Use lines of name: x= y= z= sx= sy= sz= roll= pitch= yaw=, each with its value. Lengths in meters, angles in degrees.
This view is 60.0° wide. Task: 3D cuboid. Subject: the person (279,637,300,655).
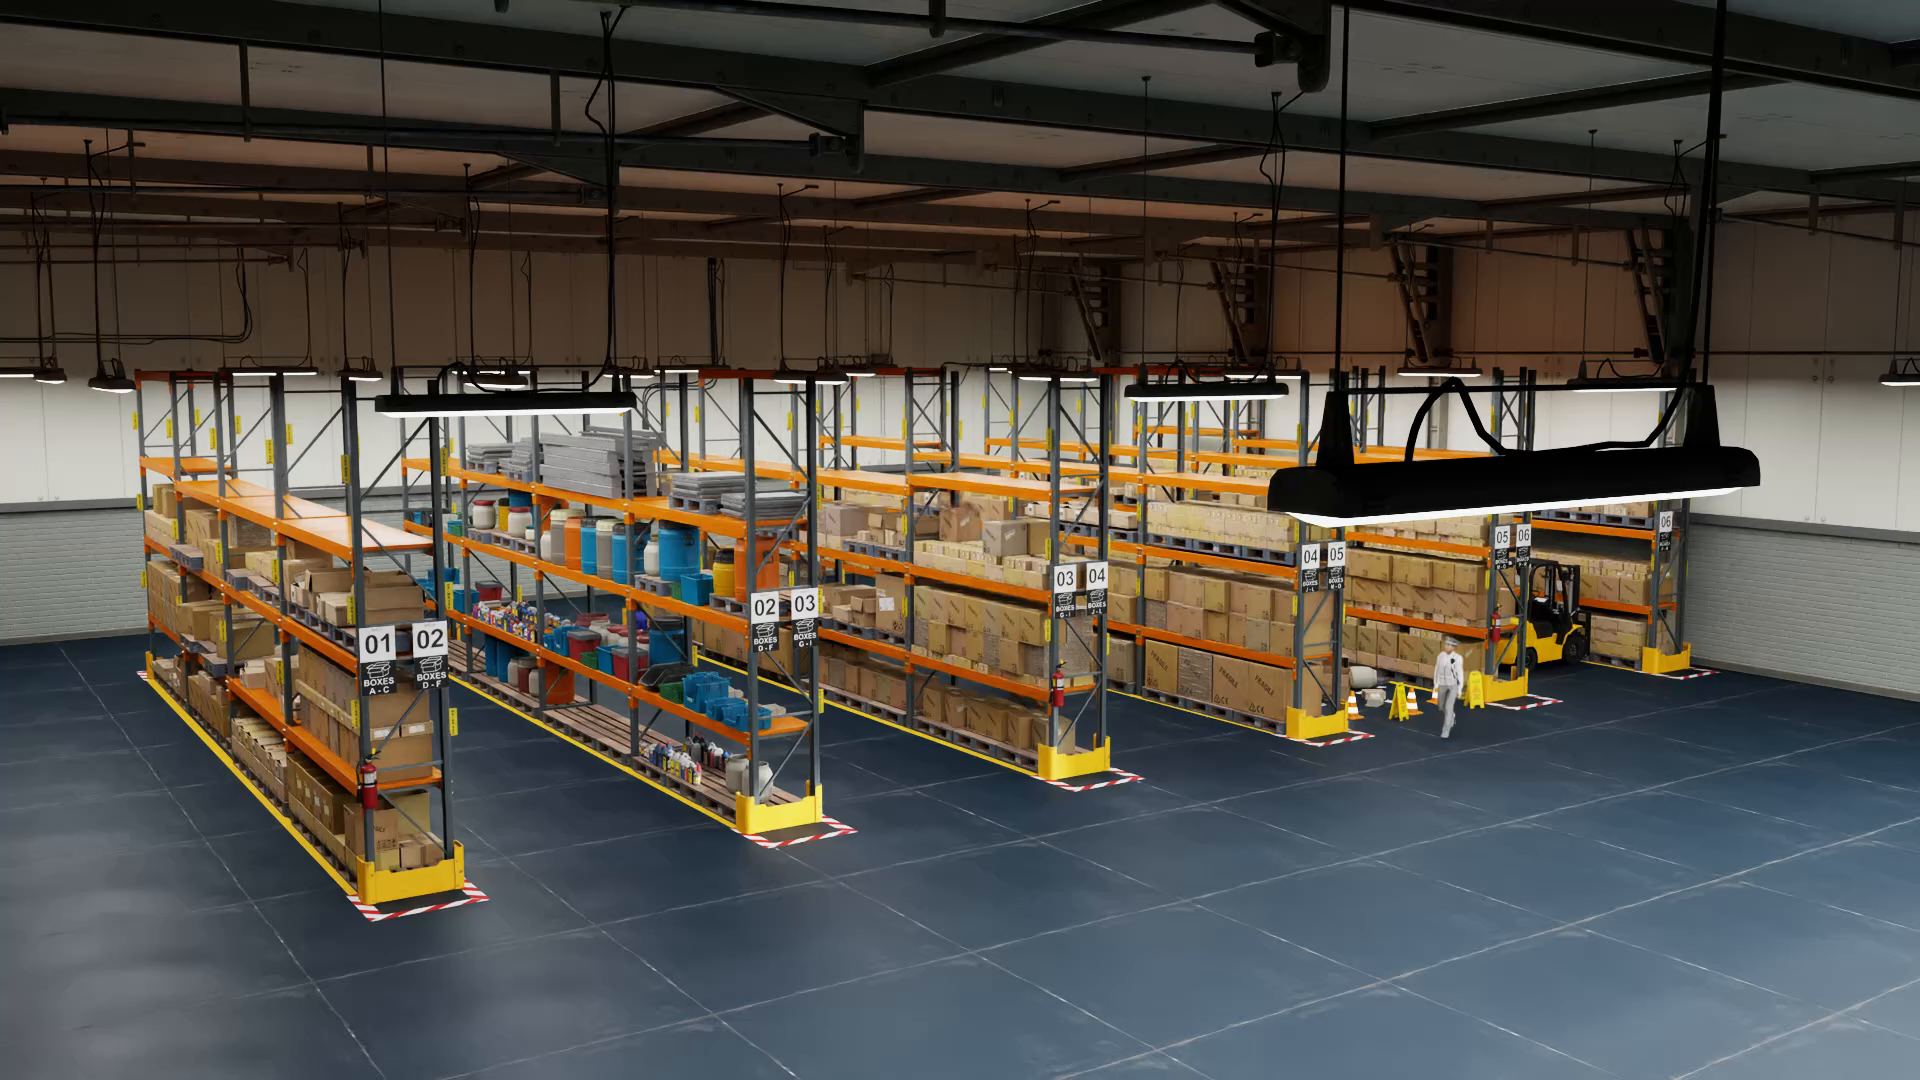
person: x=-13.847 y=1.639 z=34.182 sx=0.525 sy=1.655 sz=0.639 roll=5 pitch=8 yaw=37

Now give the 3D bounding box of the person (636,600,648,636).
person: x=-6.245 y=1.877 z=32.279 sx=0.454 sy=1.594 sz=1.045 roll=-4 pitch=8 yaw=-34

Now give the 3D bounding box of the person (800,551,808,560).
person: x=-4.118 y=0.393 z=45.250 sx=0.472 sy=1.646 sz=0.897 roll=6 pitch=9 yaw=42

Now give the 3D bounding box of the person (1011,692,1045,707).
person: x=1.279 y=2.062 z=29.960 sx=0.969 sy=1.750 sz=0.538 roll=6 pitch=9 yaw=43

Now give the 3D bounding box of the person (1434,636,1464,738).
person: x=8.096 y=2.392 z=27.503 sx=0.497 sy=1.653 sz=0.813 roll=5 pitch=8 yaw=35
